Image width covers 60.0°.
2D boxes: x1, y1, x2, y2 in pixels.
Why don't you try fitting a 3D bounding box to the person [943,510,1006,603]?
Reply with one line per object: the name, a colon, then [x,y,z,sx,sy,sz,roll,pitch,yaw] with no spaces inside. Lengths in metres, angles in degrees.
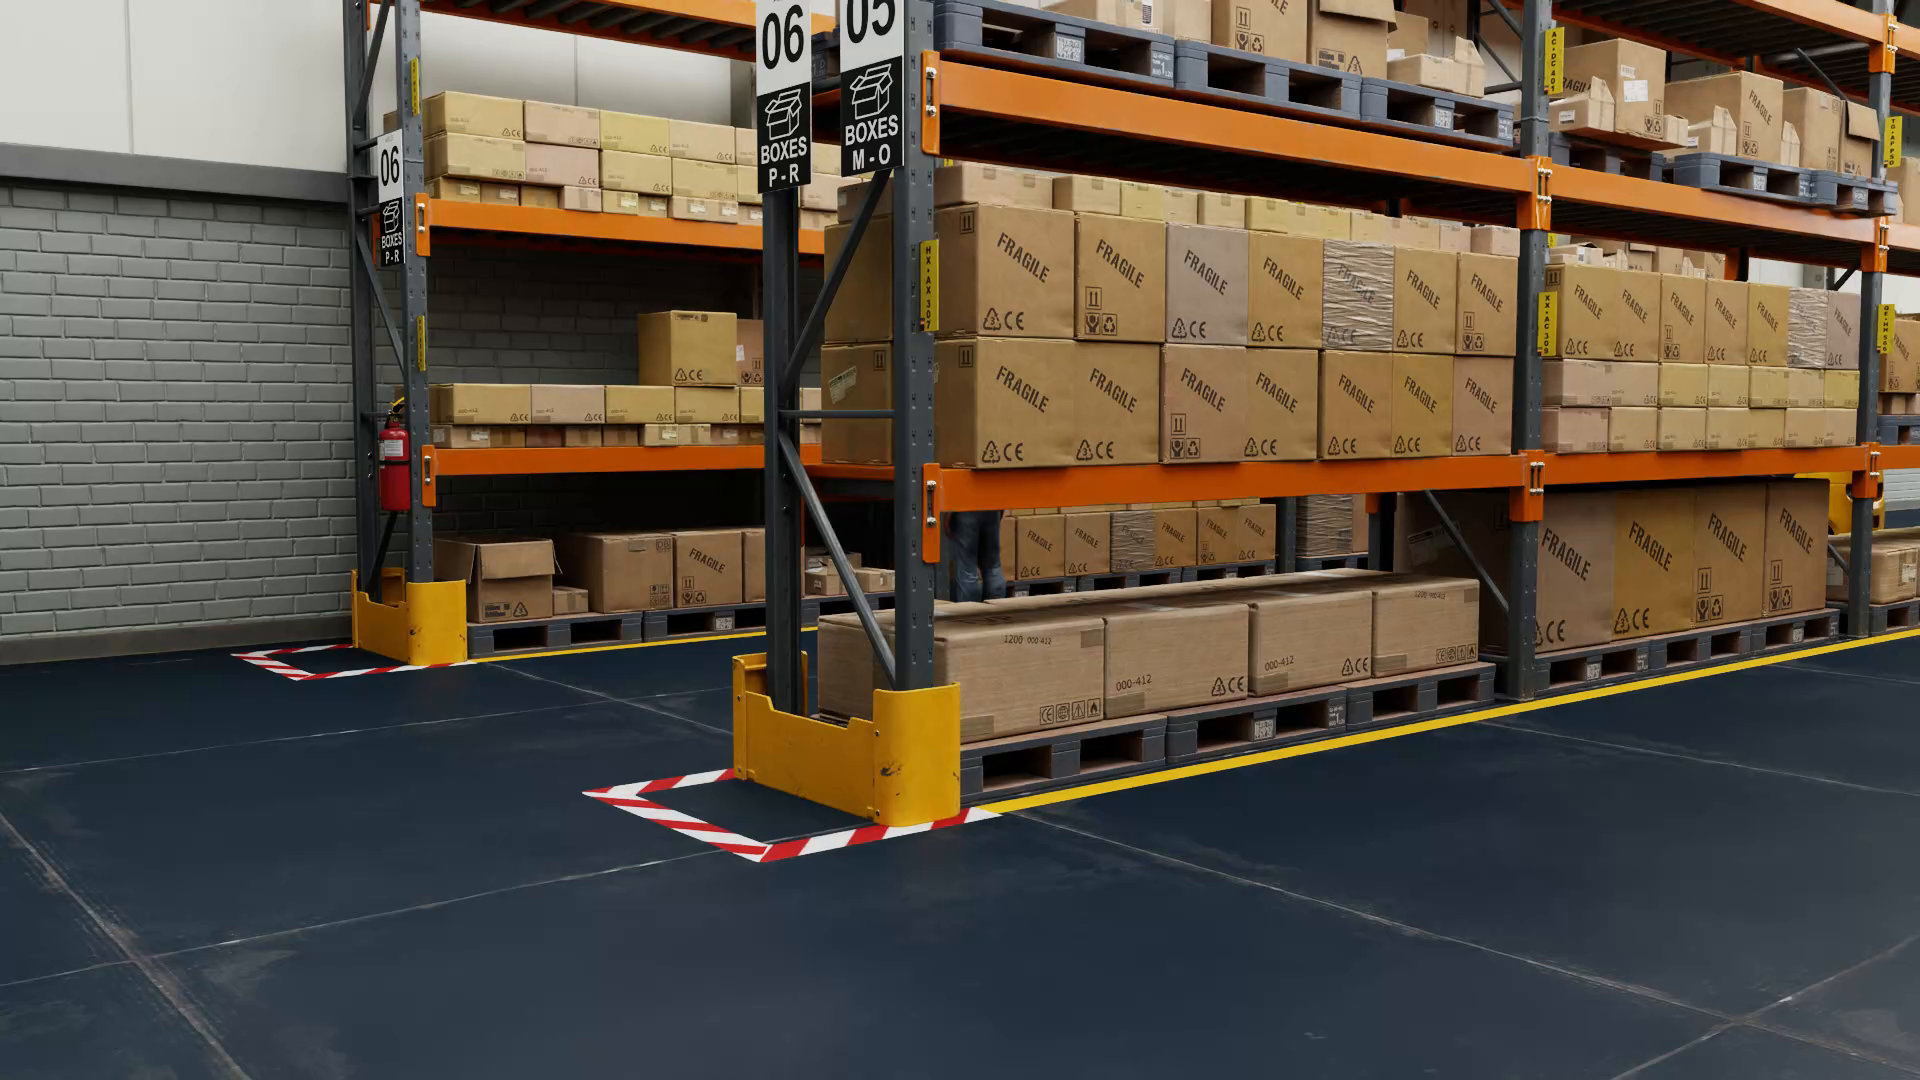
person: [0.086,-0.193,10.822,0.600,1.794,0.389,-3,5,-39]
